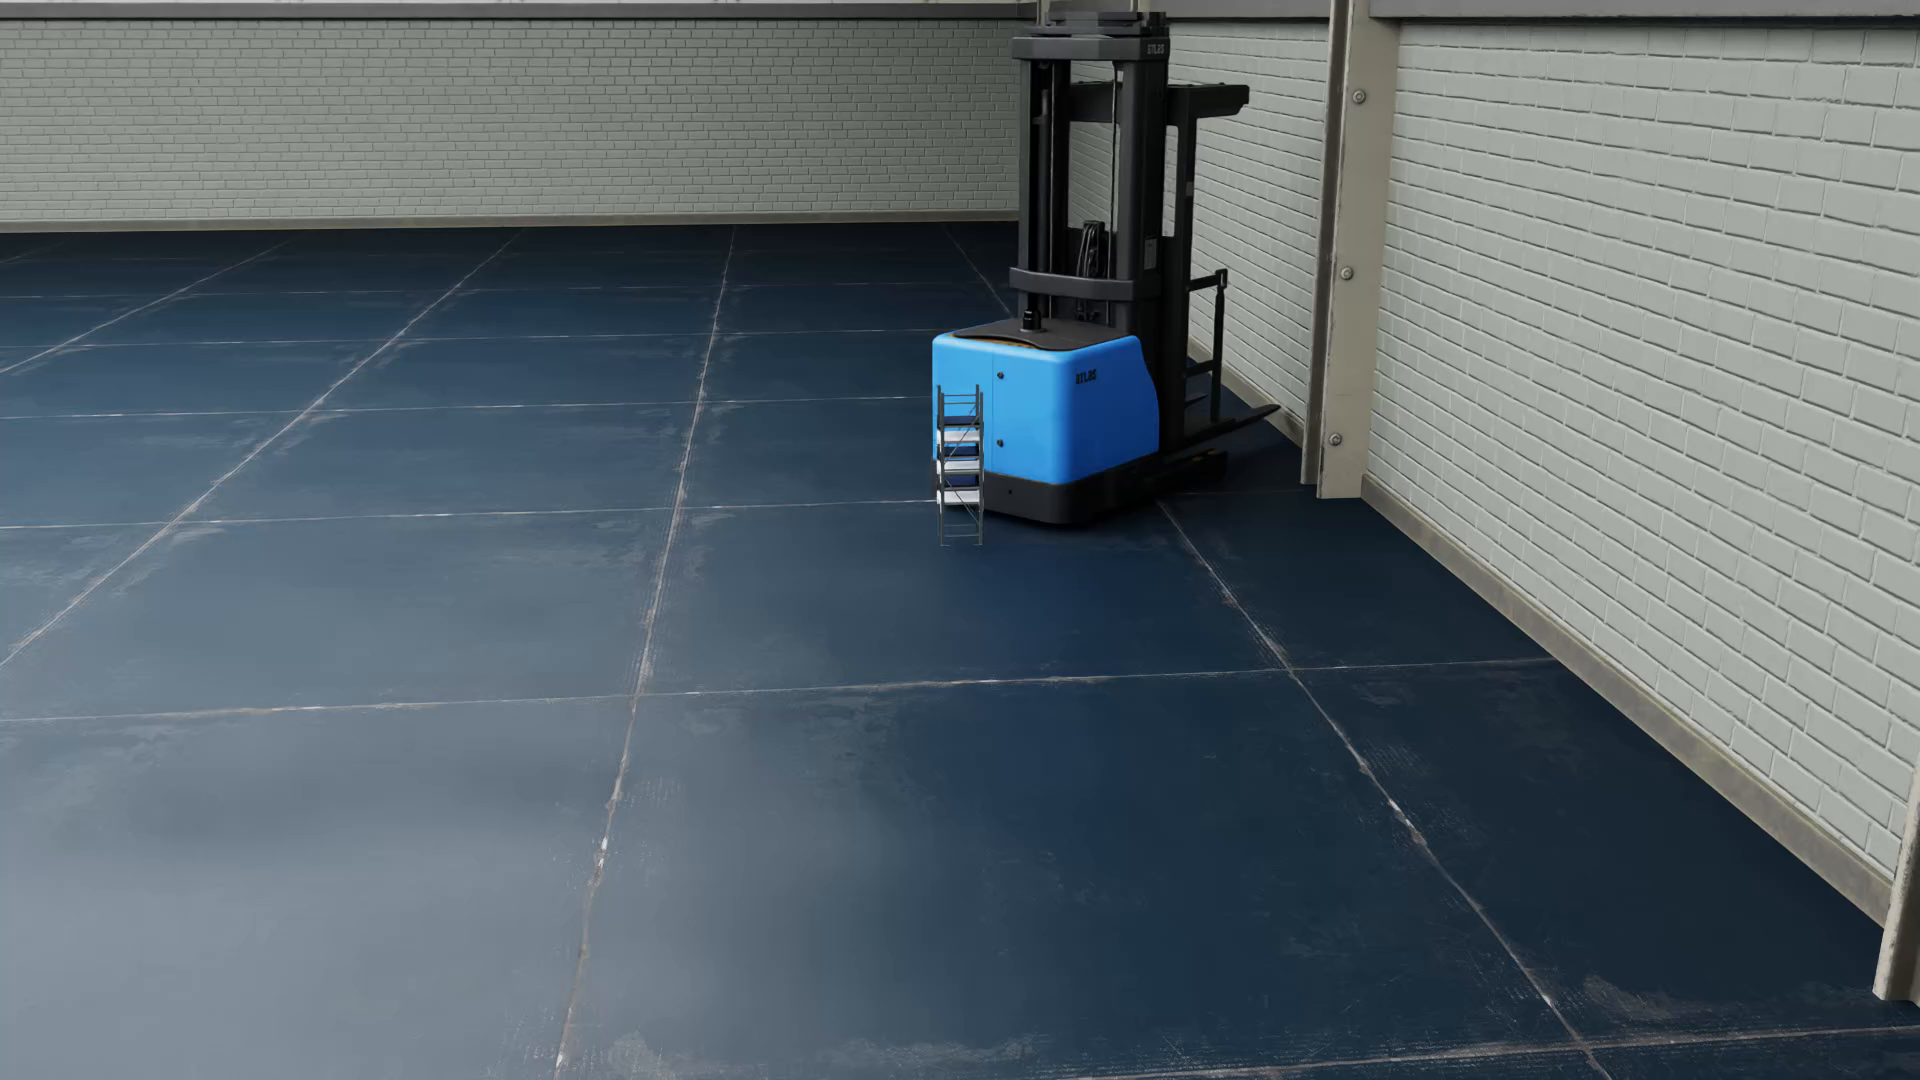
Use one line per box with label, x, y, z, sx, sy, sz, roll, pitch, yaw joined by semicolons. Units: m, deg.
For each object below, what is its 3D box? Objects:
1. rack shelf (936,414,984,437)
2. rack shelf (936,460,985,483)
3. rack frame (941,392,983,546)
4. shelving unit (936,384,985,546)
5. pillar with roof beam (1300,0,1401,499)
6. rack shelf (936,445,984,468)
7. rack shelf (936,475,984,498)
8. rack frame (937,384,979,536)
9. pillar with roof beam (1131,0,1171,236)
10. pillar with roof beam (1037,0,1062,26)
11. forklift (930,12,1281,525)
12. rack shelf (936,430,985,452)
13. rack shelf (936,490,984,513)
rack shelf;0.001;-0.653;9.464;0.258;0.077;0.200;-2;18;-6
rack shelf;0.001;-0.395;9.545;0.258;0.077;0.200;-2;18;-6
rack frame;0.011;-0.397;9.438;0.240;0.900;0.006;-2;18;-6
shelving unit;0.001;-0.427;9.535;0.258;0.900;0.210;-2;18;-6
pillar with roof beam;-1.881;-4.487;8.945;9.100;9.000;0.400;-2;18;-6
rack shelf;0.001;-0.481;9.518;0.258;0.077;0.200;-2;18;-6
rack shelf;0.001;-0.309;9.572;0.258;0.077;0.200;-2;18;-6
rack frame;-0.010;-0.457;9.631;0.240;0.900;0.006;-2;18;-6
pillar with roof beam;-2.499;-6.274;14.639;9.100;9.000;0.400;-2;18;-6
pillar with roof beam;-3.118;-8.062;20.333;9.100;9.000;0.400;-2;18;-6
forklift;1.125;-1.862;10.716;1.130;2.935;3.031;13;22;36
rack shelf;0.001;-0.567;9.491;0.258;0.077;0.200;-2;18;-6
rack shelf;0.001;-0.223;9.598;0.258;0.077;0.200;-2;18;-6
